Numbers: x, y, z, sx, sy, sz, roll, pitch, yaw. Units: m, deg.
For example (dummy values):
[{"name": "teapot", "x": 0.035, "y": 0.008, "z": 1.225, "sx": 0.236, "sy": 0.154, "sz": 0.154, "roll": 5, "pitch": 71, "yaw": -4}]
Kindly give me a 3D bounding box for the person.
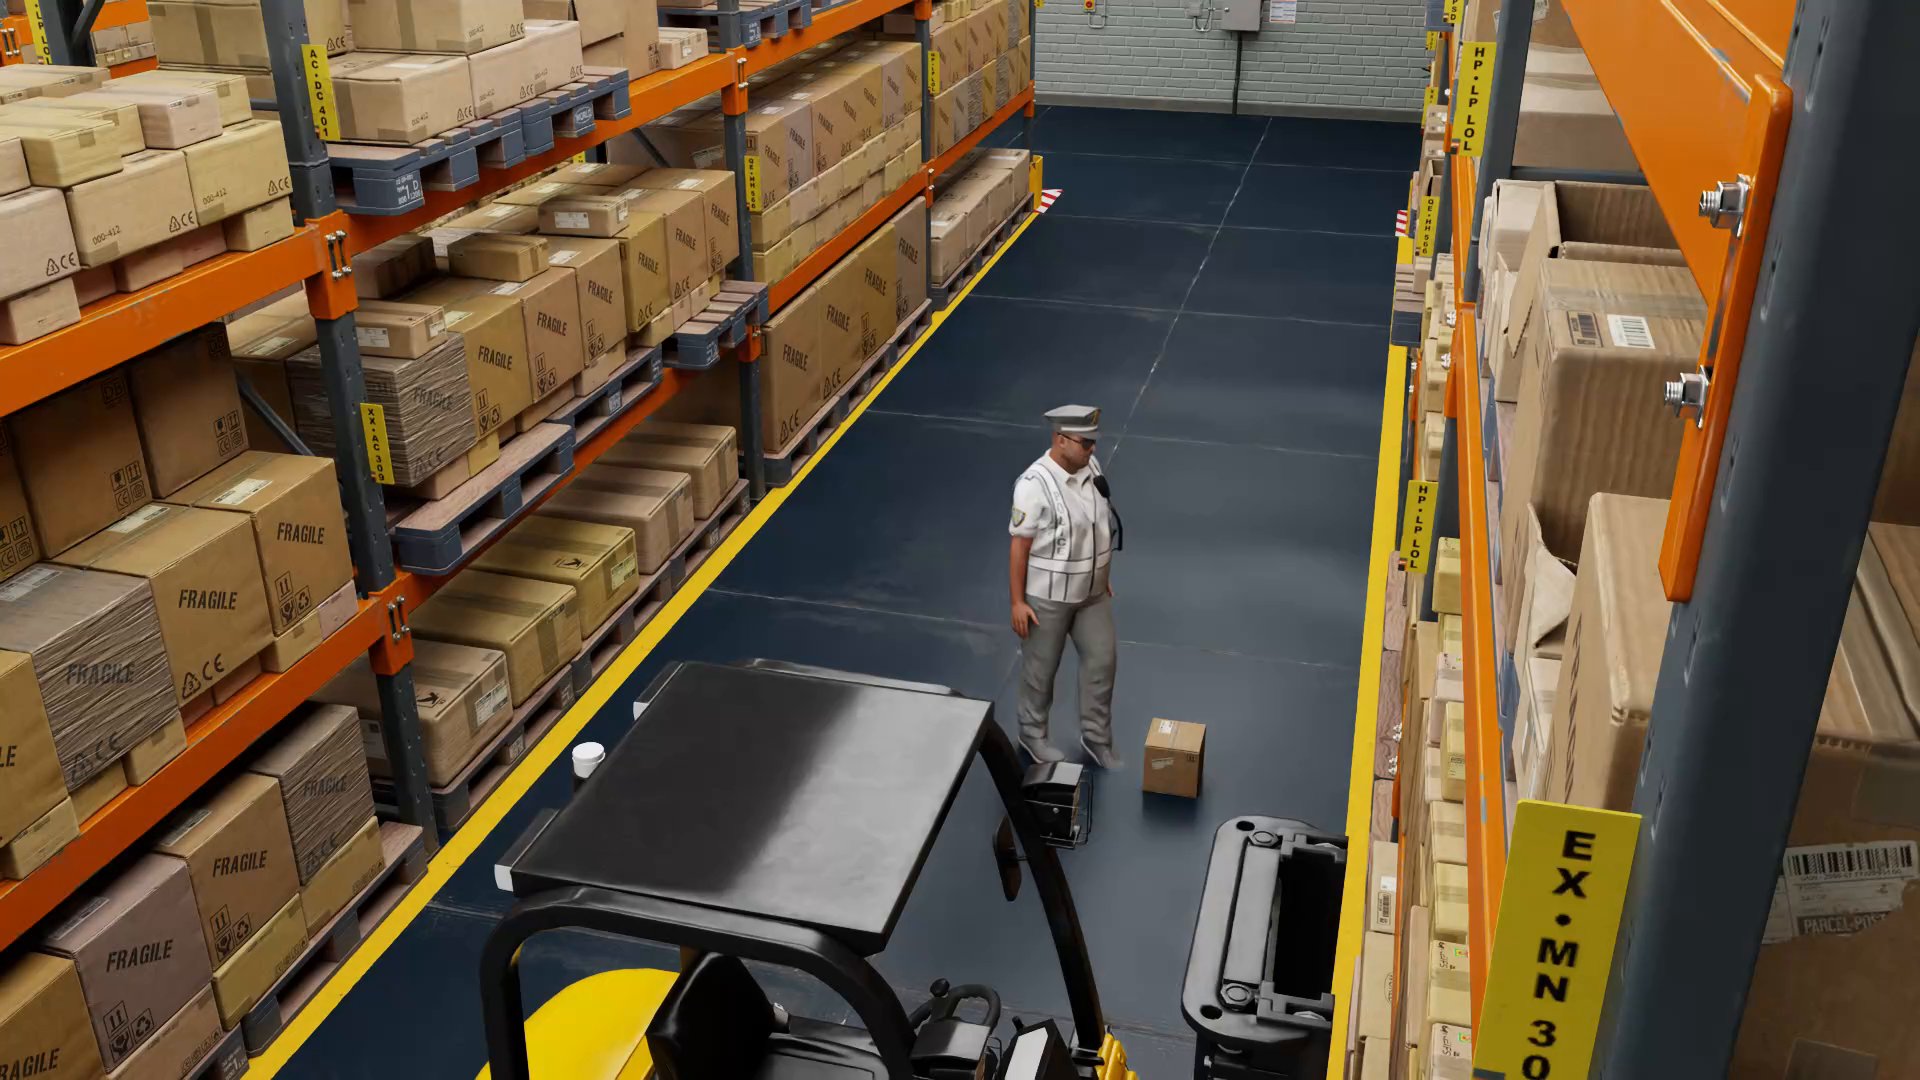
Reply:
[{"name": "person", "x": 0.550, "y": 0.281, "z": 7.531, "sx": 0.574, "sy": 1.788, "sz": 0.602, "roll": -22, "pitch": 33, "yaw": -38}]
